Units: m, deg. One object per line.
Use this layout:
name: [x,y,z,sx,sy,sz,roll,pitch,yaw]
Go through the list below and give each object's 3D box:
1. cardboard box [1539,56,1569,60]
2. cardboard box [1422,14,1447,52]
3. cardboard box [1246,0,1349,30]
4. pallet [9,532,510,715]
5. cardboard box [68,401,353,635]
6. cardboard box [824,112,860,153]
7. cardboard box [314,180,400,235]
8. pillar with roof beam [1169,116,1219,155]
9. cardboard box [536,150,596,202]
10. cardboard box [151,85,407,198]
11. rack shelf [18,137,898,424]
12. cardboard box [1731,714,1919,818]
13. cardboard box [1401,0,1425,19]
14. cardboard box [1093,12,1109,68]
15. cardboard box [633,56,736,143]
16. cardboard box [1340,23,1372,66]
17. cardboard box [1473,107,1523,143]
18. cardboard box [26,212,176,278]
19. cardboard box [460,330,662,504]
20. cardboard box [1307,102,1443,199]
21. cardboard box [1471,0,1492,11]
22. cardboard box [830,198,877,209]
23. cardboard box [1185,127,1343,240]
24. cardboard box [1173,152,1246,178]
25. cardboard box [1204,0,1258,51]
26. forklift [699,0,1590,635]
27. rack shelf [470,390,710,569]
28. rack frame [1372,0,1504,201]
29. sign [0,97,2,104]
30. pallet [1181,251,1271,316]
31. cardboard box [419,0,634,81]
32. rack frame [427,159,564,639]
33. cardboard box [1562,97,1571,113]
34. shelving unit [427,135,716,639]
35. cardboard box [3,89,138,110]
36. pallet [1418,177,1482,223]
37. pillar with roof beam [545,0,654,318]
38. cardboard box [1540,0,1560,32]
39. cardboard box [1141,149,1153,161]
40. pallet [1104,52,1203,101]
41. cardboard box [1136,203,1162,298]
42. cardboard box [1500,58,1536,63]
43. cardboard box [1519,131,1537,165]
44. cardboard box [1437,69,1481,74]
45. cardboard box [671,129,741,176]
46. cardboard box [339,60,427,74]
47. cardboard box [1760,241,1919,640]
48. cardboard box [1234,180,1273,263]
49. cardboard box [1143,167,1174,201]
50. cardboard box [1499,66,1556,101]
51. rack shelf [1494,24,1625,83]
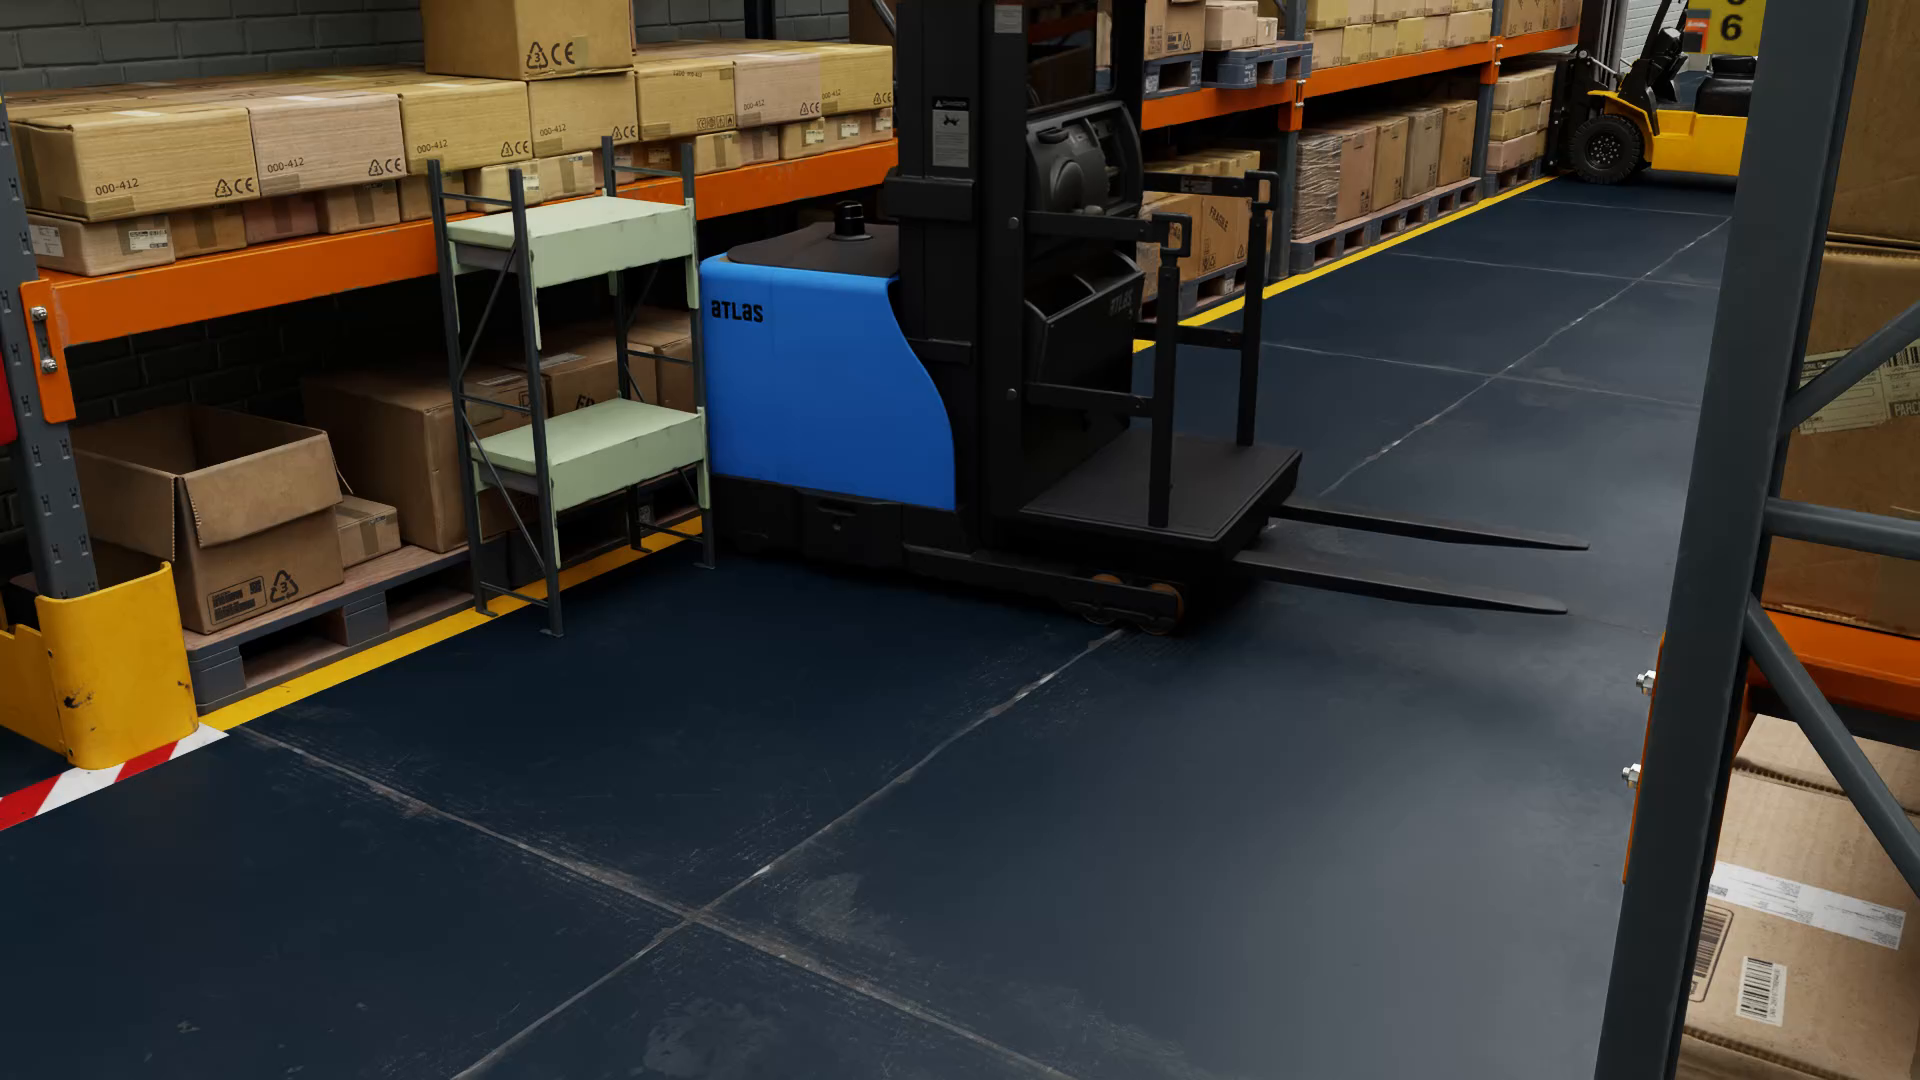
cardboard box: [5.920,-4.534,16.117,0.500,0.250,0.500,14,24,33]
cardboard box: [3.305,-3.803,12.440,0.500,0.250,0.500,13,24,32]
cardboard box: [2.178,-3.442,10.743,0.500,0.250,0.500,13,24,32]
pallet: [-2.301,0.149,5.558,1.003,0.211,1.213,13,24,32]
cardboard box: [-2.369,-0.091,5.181,0.797,0.503,0.637,12,24,30]
cardboard box: [-0.642,-1.718,6.949,0.380,0.149,0.250,14,25,33]
cardboard box: [-1.963,-1.056,5.158,0.380,0.149,0.250,14,25,33]
pillar with roof beam: [5.253,-5.727,8.777,9.100,9.000,0.400,13,24,32]
cardboard box: [-1.483,-1.270,5.738,0.380,0.149,0.250,14,24,33]
cardboard box: [-2.030,-1.200,4.972,0.500,0.250,0.500,14,24,32]
rack shelf: [-1.667,-1.144,6.072,1.077,0.370,4.000,13,24,32]
cardboard box: [2.112,0.591,3.433,0.875,0.438,0.875,14,25,33]
cardboard box: [3.015,-3.889,11.950,0.500,0.250,0.500,14,24,33]
cardboard box: [0.555,-2.513,8.325,0.396,0.266,0.258,15,25,34]
cardboard box: [-1.188,-1.644,6.173,0.500,0.250,0.500,13,24,31]
cardboard box: [2.444,-3.356,11.230,0.500,0.250,0.500,13,24,31]
cardboard box: [4.481,-3.572,14.234,0.500,0.250,0.500,13,24,32]
cardboard box: [-2.380,-0.831,4.550,0.380,0.149,0.250,13,24,31]
cardboard box: [-1.477,-0.460,6.181,0.500,0.500,0.500,14,24,33]
cardboard box: [3.228,-3.061,13.035,0.875,0.625,0.625,13,24,31]
cardboard box: [3.890,-4.324,13.128,0.500,0.250,0.500,13,24,31]
cardboard box: [-0.431,-1.623,8.392,0.380,0.149,0.250,13,24,32]
cardboard box: [2.068,-2.463,11.417,0.875,0.625,0.625,14,25,34]
cardboard box: [1.510,-2.257,10.105,0.380,0.149,0.250,12,23,29]
cardboard box: [1.380,-2.964,9.566,0.500,0.250,0.500,12,23,29]
forklift: [0.608,-1.275,5.487,3.031,2.935,1.130,9,22,24]
rack shelf: [-1.256,-0.223,5.646,0.431,0.370,0.720,13,24,32]
rack frame: [3.954,-4.351,13.704,1.000,3.000,0.127,13,24,32]
sign: [-2.343,-1.208,3.960,0.100,0.325,0.005,13,24,32]
pallet: [1.255,-1.689,10.526,1.003,0.211,1.213,13,24,32]
cardboard box: [-1.471,-1.837,5.614,0.500,0.500,0.500,14,24,33]
rack frame: [-1.461,-0.424,5.248,0.400,1.500,0.023,13,24,32]
cardboard box: [5.340,-4.003,15.401,0.500,0.250,0.500,13,24,32]
shelving unit: [-1.255,-0.529,5.533,0.431,1.500,0.755,13,24,32]
cardboard box: [-2.752,-1.161,4.867,0.500,0.250,0.500,14,25,33]
pallet: [3.572,-2.824,13.596,1.003,0.211,1.213,13,24,32]
pillar with roof beam: [1.881,-4.006,4.123,9.100,9.000,0.400,13,24,32]
cardboard box: [4.982,-4.773,14.700,0.500,0.500,0.500,13,24,31]
cardboard box: [0.983,-2.372,10.418,0.380,0.149,0.250,14,25,33]
pallet: [0.616,-2.555,9.124,1.003,0.211,1.213,13,24,32]
cardboard box: [0.787,-1.620,9.318,0.500,0.500,0.500,12,24,30]
cardboard box: [5.208,-4.489,15.993,0.500,0.250,0.500,13,24,31]
cardboard box: [4.773,-3.481,14.711,0.500,0.250,0.500,13,24,31]
cardboard box: [4.343,-4.055,14.820,0.500,0.250,0.500,13,24,31]
cardboard box: [-1.058,-1.490,6.332,0.380,0.149,0.250,13,24,31]
cardboard box: [-1.885,-1.600,6.054,0.500,0.250,0.500,13,24,32]
cardboard box: [1.368,-0.178,2.278,0.500,0.500,0.500,13,24,32]
cardboard box: [1.646,-2.065,10.521,0.500,0.500,0.500,14,25,33]
cardboard box: [0.999,-2.051,9.550,0.380,0.149,0.250,13,24,31]
cardboard box: [5.052,-4.095,14.928,0.500,0.250,0.500,14,25,34]
rack shelf: [5.078,-4.588,15.380,1.077,0.370,4.000,13,24,32]
